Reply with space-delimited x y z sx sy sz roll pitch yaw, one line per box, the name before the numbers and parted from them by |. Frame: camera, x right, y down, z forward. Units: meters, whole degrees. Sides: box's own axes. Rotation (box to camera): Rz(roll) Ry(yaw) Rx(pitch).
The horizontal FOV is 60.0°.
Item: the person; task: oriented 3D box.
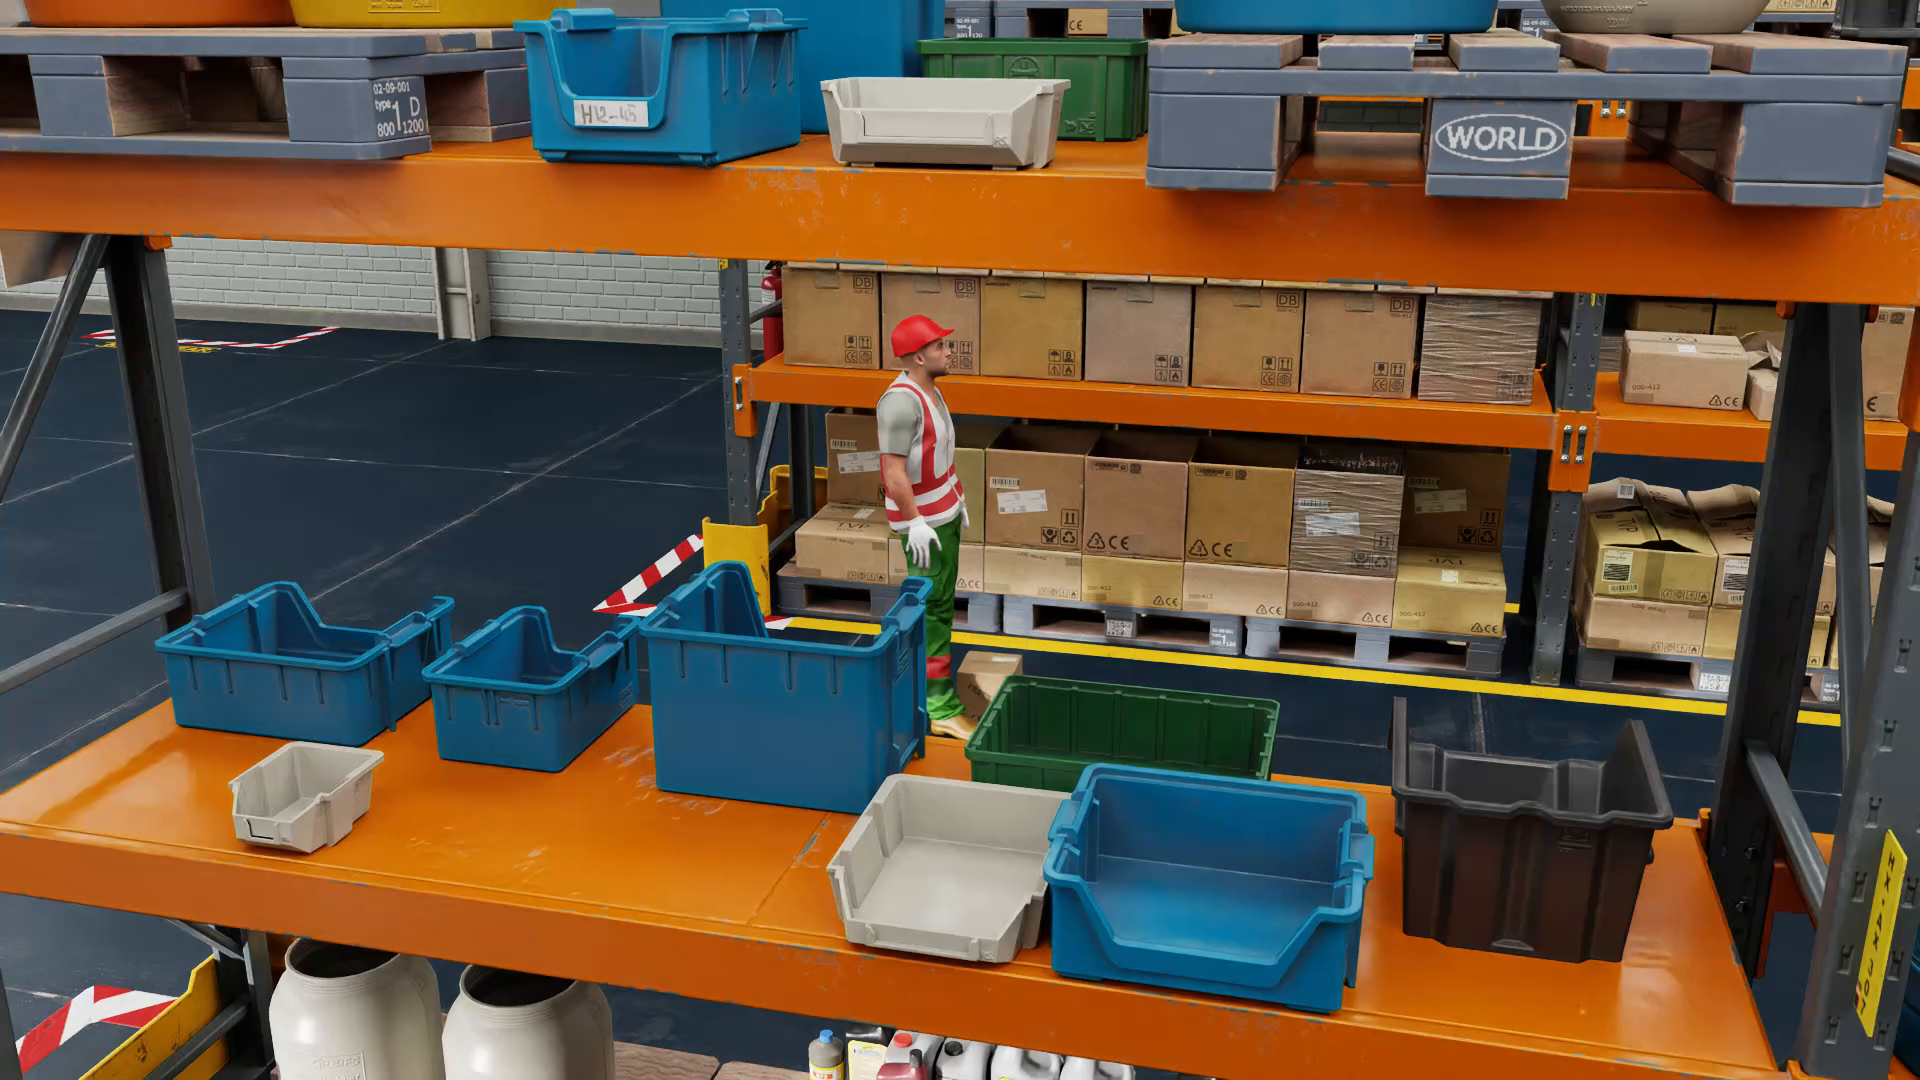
person | -0.061 -0.076 7.220 0.565 1.787 0.638 4 19 13
